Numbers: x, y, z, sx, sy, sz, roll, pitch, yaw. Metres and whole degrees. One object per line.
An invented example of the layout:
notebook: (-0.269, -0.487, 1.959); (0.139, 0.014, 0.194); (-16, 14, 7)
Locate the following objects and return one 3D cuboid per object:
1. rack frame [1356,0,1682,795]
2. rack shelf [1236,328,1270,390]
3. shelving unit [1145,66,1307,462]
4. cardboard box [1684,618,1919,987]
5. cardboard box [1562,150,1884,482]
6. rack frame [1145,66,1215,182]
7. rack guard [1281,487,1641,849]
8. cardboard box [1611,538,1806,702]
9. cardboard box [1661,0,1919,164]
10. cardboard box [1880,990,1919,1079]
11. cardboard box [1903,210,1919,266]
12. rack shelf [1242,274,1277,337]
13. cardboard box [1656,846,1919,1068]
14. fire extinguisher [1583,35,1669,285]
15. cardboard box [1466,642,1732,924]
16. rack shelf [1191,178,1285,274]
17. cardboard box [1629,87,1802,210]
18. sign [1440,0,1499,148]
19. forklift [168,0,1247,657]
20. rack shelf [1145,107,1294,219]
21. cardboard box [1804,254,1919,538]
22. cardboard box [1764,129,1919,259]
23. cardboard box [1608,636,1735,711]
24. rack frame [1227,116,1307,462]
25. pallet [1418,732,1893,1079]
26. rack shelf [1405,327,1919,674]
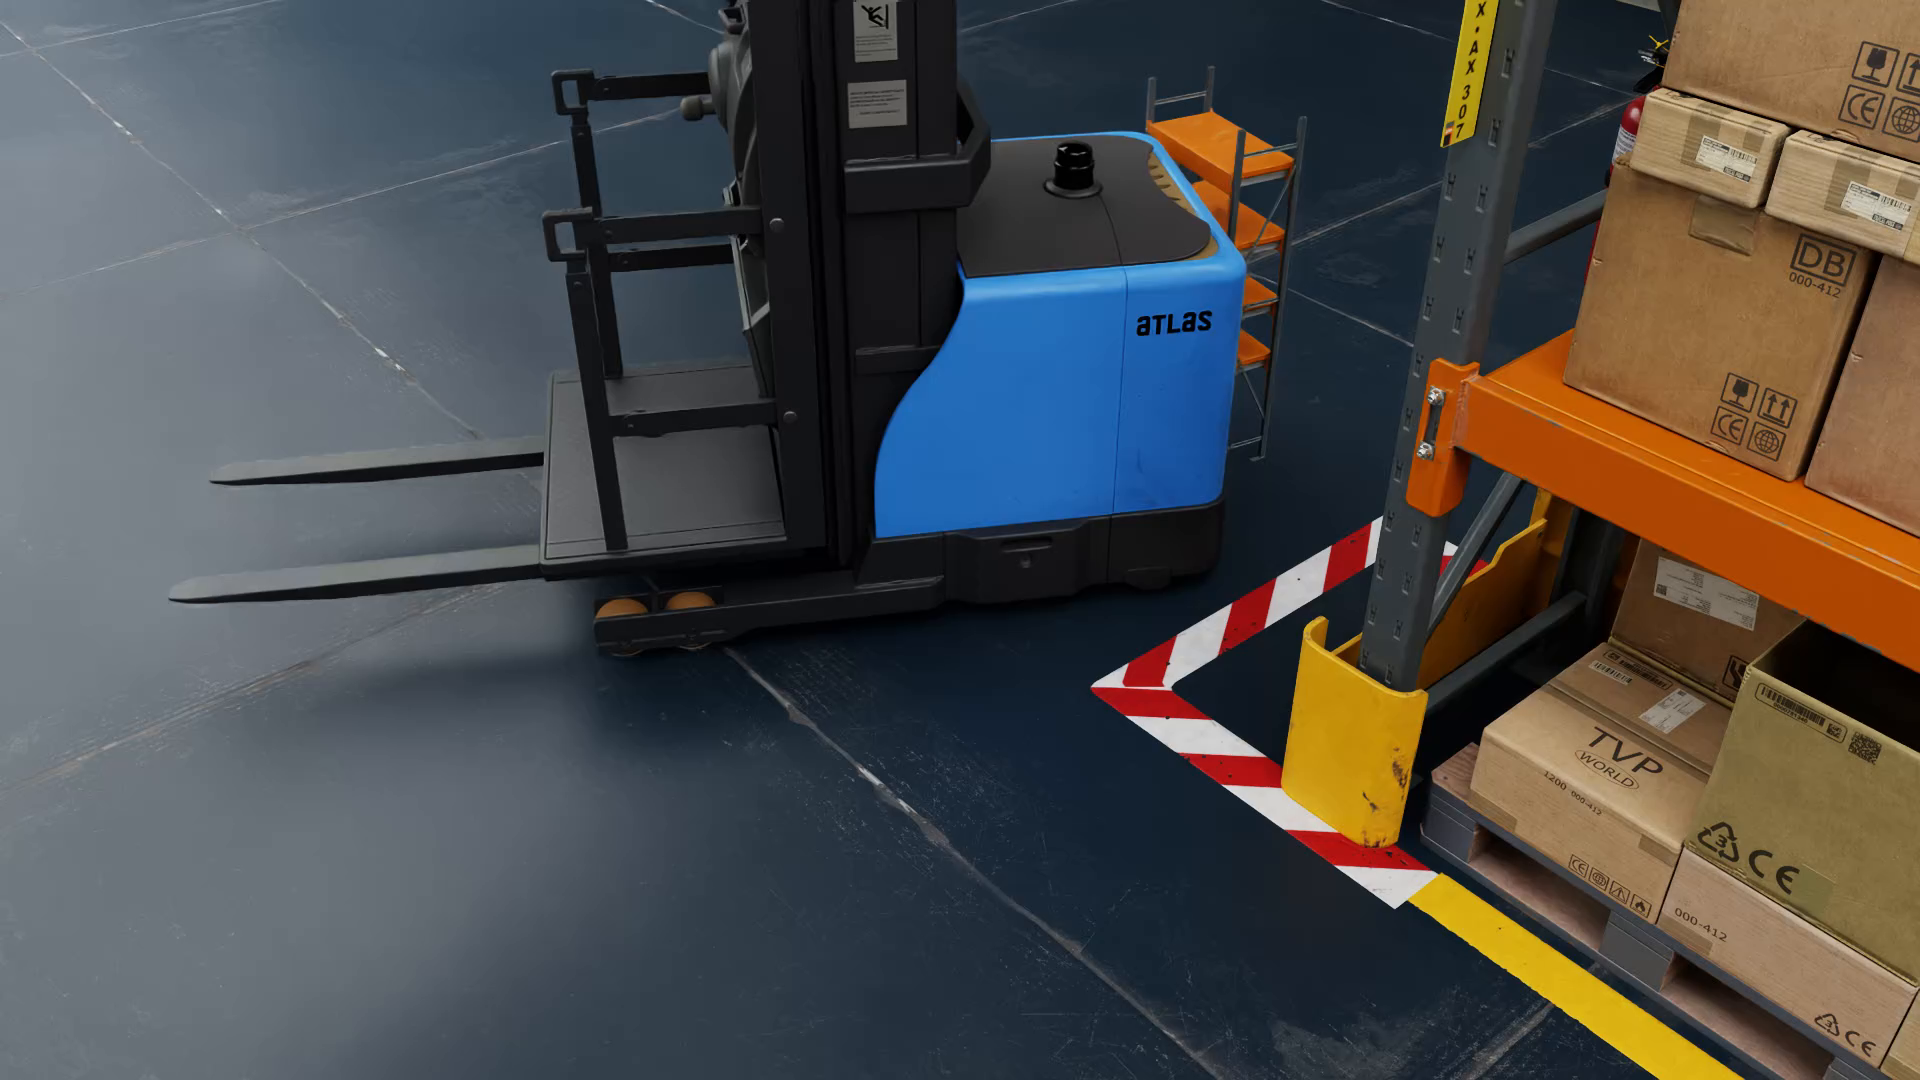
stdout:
rack frame: (1.385, -0.719, 3.670); (1.000, 3.000, 0.127); (-26, 43, -32)
rack shelf: (0.813, -0.647, 5.586); (0.258, 0.148, 0.480); (-16, 38, -22)
shelving unit: (0.813, -0.864, 5.432); (0.258, 1.200, 0.503); (-16, 38, -22)
cardboard box: (1.885, 0.466, 3.364); (0.500, 0.500, 0.500); (-26, 43, -32)
cardboard box: (1.676, -0.549, 3.343); (0.700, 0.500, 0.500); (-26, 43, -32)
rack frame: (0.703, -0.990, 5.610); (0.240, 1.200, 0.015); (-16, 38, -22)
rack guard: (1.369, 0.291, 4.407); (1.175, 0.500, 0.348); (-26, 43, -32)
cardboard box: (1.958, 0.052, 3.949); (0.500, 0.500, 0.500); (-26, 43, -32)
cardboard box: (1.710, -1.055, 2.935); (0.700, 0.500, 0.500); (-26, 43, -32)
cardboard box: (2.209, 0.992, 3.270); (0.500, 0.250, 0.500); (-26, 43, -32)
cardboard box: (1.806, -0.545, 2.776); (0.380, 0.149, 0.250); (-26, 43, -32)
rack shelf: (0.813, -0.810, 5.471); (0.258, 0.148, 0.480); (-16, 38, -22)
cardboard box: (1.886, 0.771, 3.582); (0.500, 0.250, 0.500); (-26, 43, -32)
fire extinguisher: (1.663, -0.913, 4.010); (0.296, 0.674, 0.183); (-26, 43, -32)
cardboard box: (1.561, 0.552, 3.892); (0.500, 0.250, 0.500); (-26, 43, -32)
rack shelf: (0.813, -0.992, 5.342); (0.258, 0.148, 0.480); (-16, 38, -22)
cardboard box: (1.474, -0.771, 3.095); (0.380, 0.149, 0.250); (-26, 43, -32)
sign: (0.957, -0.900, 3.108); (0.100, 0.325, 0.005); (-26, 43, -32)
forklift: (-0.774, -1.192, 4.397); (3.031, 2.935, 1.130); (-6, 36, -8)
rack shelf: (0.813, -1.185, 5.205); (0.258, 0.148, 0.480); (-16, 38, -22)
cardboard box: (2.019, -0.319, 3.018); (0.700, 0.500, 0.500); (-25, 42, -31)
cardboard box: (1.646, -0.655, 2.932); (0.380, 0.149, 0.250); (-27, 43, -33)
cardboard box: (1.957, 0.358, 4.164); (0.500, 0.250, 0.500); (-26, 43, -32)
rack frame: (0.924, -0.739, 5.255); (0.240, 1.200, 0.015); (-16, 38, -22)
pallet: (1.910, 0.741, 4.021); (1.003, 0.211, 1.213); (-26, 43, -32)
rack shelf: (2.675, 0.458, 2.631); (1.077, 0.370, 4.000); (-26, 43, -32)
